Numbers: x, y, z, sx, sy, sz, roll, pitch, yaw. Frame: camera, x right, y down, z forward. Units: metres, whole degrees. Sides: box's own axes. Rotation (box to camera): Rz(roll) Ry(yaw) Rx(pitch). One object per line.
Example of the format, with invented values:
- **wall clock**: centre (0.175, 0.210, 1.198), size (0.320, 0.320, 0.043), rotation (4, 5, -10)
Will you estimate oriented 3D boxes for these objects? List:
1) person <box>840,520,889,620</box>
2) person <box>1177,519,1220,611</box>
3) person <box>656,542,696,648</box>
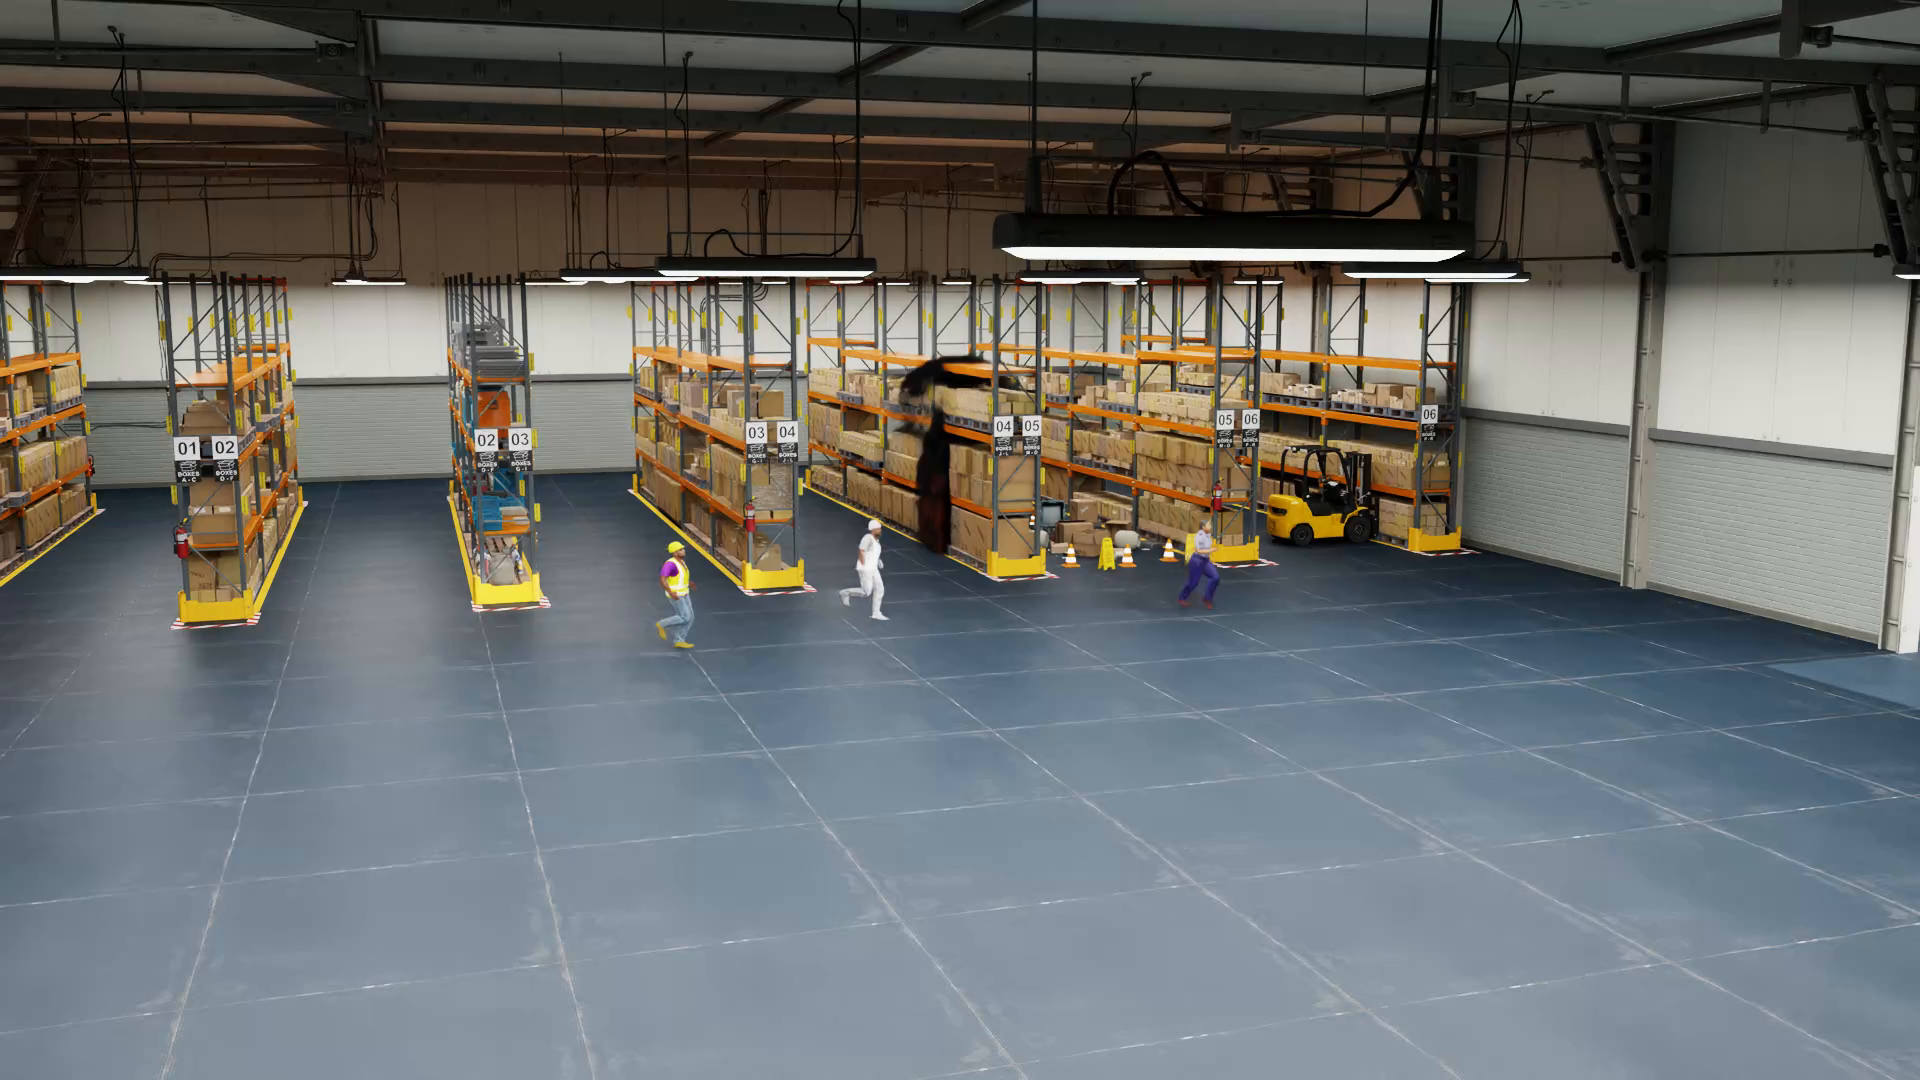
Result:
- **person**: centre (-1.660, 0.521, 29.005), size (0.892, 1.756, 0.687), rotation (3, 9, 17)
- **person**: centre (4.275, 0.455, 29.767), size (0.818, 1.659, 0.627), rotation (5, 10, 31)
- **person**: centre (-4.555, 0.881, 26.627), size (0.581, 1.723, 0.743), rotation (2, 9, 12)
